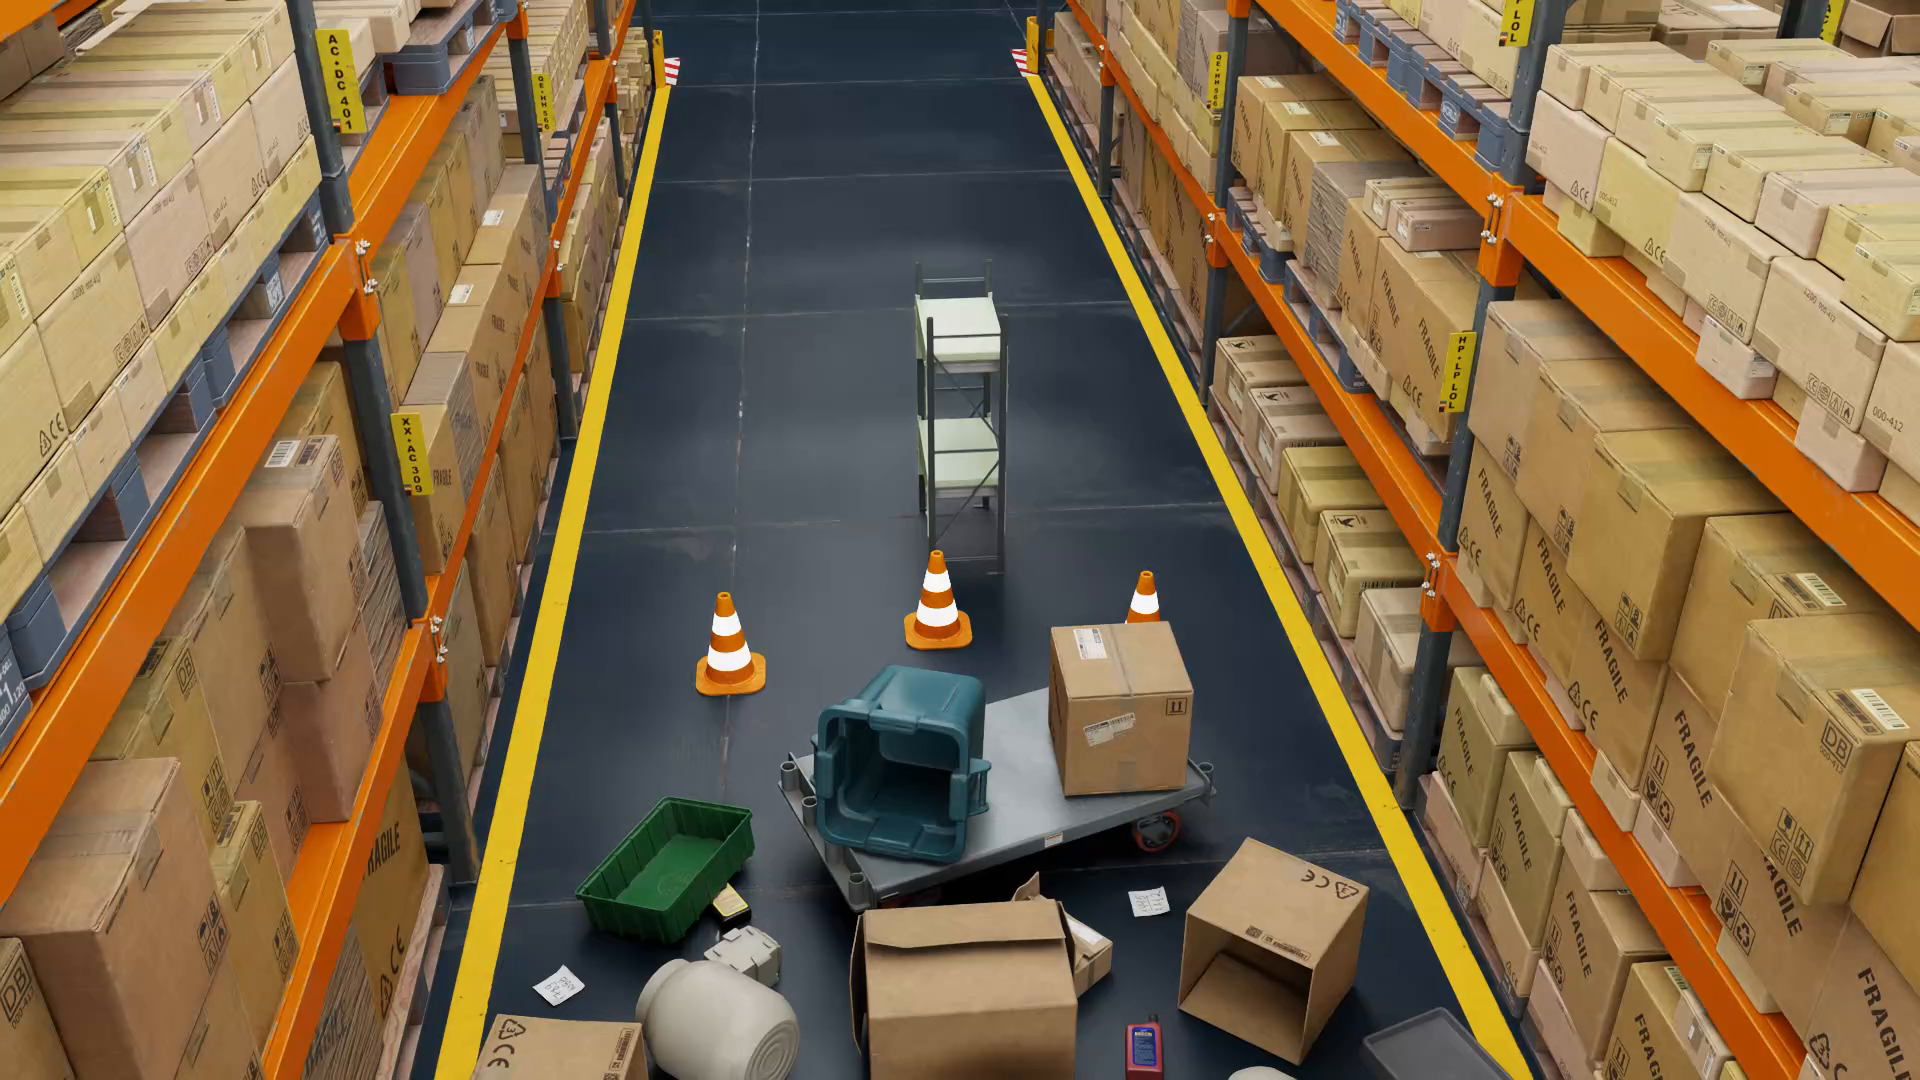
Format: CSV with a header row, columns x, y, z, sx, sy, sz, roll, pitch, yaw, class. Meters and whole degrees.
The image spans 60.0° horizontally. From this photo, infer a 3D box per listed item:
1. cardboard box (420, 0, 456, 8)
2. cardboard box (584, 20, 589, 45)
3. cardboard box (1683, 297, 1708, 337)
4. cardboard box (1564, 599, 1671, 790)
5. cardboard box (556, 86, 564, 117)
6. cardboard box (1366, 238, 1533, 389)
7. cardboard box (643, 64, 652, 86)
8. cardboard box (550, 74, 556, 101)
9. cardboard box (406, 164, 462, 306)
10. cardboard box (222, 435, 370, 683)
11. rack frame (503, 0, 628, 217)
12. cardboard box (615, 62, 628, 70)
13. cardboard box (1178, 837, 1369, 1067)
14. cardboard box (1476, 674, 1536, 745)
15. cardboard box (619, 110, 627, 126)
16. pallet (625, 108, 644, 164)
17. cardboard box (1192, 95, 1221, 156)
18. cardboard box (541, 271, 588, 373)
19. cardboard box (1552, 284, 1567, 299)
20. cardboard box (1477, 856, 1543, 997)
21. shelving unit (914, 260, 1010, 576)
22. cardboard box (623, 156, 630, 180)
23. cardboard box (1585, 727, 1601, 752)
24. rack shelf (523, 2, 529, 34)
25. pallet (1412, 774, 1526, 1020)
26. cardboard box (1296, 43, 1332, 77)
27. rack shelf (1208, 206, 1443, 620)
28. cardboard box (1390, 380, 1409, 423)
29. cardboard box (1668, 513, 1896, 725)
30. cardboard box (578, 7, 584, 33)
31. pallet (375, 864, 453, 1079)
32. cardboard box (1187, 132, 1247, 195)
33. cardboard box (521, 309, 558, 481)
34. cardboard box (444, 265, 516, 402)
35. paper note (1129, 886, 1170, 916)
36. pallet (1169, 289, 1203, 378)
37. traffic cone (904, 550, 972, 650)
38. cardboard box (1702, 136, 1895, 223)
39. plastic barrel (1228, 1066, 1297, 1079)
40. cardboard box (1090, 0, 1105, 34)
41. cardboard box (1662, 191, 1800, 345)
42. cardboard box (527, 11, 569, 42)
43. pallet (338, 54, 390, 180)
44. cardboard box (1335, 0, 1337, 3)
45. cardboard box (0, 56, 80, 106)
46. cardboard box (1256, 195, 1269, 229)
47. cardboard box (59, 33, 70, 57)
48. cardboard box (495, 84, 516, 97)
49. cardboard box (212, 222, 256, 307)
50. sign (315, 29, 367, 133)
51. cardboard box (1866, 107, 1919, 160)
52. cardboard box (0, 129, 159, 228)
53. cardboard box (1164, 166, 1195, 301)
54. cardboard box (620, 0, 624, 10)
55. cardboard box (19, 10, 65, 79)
x,y,z,sx,sy,sz,roll,pitch,yaw,class
-2.431,-2.592,7.134,0.500,0.500,0.500,-3,31,-5,cardboard box
-3.012,-3.833,12.578,0.380,0.149,0.250,-3,31,-6,cardboard box
2.305,-0.643,4.722,0.380,0.149,0.250,-4,31,-6,cardboard box
2.288,0.421,5.232,0.500,0.500,0.500,-3,31,-5,cardboard box
-2.839,-2.899,11.014,0.380,0.149,0.250,-2,31,-4,cardboard box
2.101,-0.987,7.181,0.500,0.500,0.500,-3,31,-4,cardboard box
-3.238,-4.568,16.342,0.380,0.149,0.250,-2,31,-3,cardboard box
-2.820,-2.899,10.724,0.380,0.149,0.250,-3,31,-5,cardboard box
-2.694,-1.374,7.552,0.700,0.500,0.500,-3,31,-5,cardboard box
-2.331,0.067,5.013,0.875,0.550,0.550,-3,31,-5,cardboard box
-3.246,-3.954,12.945,1.000,3.000,0.127,-3,31,-5,rack frame
-3.245,-4.283,15.286,0.380,0.149,0.250,-4,31,-6,cardboard box
1.165,1.526,6.206,0.500,0.500,0.500,20,36,29,cardboard box
2.158,0.622,6.191,0.380,0.149,0.250,-2,31,-4,cardboard box
-3.158,-3.766,14.710,0.380,0.149,0.250,-1,31,-2,cardboard box
-3.461,-3.723,15.276,1.003,0.211,1.213,-3,31,-5,pallet
1.748,-2.586,10.313,0.500,0.250,0.500,-3,31,-5,cardboard box
-2.685,-1.392,10.684,0.500,0.500,0.500,-4,31,-7,cardboard box
2.662,-0.763,6.804,0.500,0.500,0.500,-2,31,-3,cardboard box
2.267,1.428,6.206,0.500,0.250,0.500,-1,31,-2,cardboard box
0.001,-0.640,8.860,0.431,1.500,0.755,-3,31,-5,shelving unit
-2.960,-3.112,13.905,0.380,0.149,0.250,-4,31,-7,cardboard box
2.305,0.649,5.484,0.380,0.149,0.250,-3,31,-5,cardboard box
-3.059,-3.912,10.651,1.077,0.370,4.000,-3,31,-5,rack shelf
2.518,1.380,6.734,1.003,0.211,1.213,-3,31,-5,pallet
2.244,-2.936,10.168,0.500,0.500,0.500,-4,31,-6,cardboard box
2.233,-0.871,8.484,1.077,0.370,4.000,-3,31,-5,rack shelf
2.090,-0.616,7.192,0.380,0.149,0.250,-4,31,-6,cardboard box
2.430,0.258,4.530,0.700,0.500,0.500,-3,31,-5,cardboard box
-2.987,-3.826,12.276,0.380,0.149,0.250,-3,31,-4,cardboard box
-2.506,1.719,6.166,1.003,0.211,1.213,-3,31,-5,pallet
1.741,-2.382,10.459,0.500,0.250,0.500,-4,31,-6,cardboard box
-2.905,-0.811,9.467,1.050,0.750,0.750,-3,31,-5,cardboard box
-2.419,-0.966,7.845,0.500,0.500,0.500,-2,31,-4,cardboard box
0.771,1.468,6.762,0.148,0.019,0.142,-3,31,-5,paper note
2.048,-1.410,11.404,1.003,0.211,1.213,-3,31,-5,pallet
-0.112,0.264,8.356,0.336,0.463,0.334,-3,31,-5,traffic cone
2.265,-0.978,4.505,0.380,0.149,0.250,-4,31,-6,cardboard box
1.093,2.008,5.476,0.512,0.421,0.421,20,36,29,plastic barrel
1.375,-4.510,13.779,0.500,0.500,0.500,-2,31,-4,cardboard box
2.280,-0.753,4.516,0.500,0.250,0.500,-2,31,-4,cardboard box
-2.922,-3.558,11.536,0.380,0.149,0.250,-4,31,-6,cardboard box
-2.634,-1.541,6.166,0.805,0.209,1.217,-4,31,-7,pallet
2.217,-2.755,7.912,0.797,0.503,0.637,-3,31,-5,cardboard box
-2.732,-1.181,4.726,0.500,0.250,0.500,-3,31,-4,cardboard box
1.864,-1.810,9.191,0.380,0.149,0.250,-5,31,-8,cardboard box
-8.260,-3.837,14.410,0.875,0.875,0.875,-3,31,-5,cardboard box
-2.751,-2.622,9.970,0.380,0.149,0.250,-4,31,-6,cardboard box
-2.073,-0.711,4.328,0.380,0.149,0.250,-3,31,-4,cardboard box
-1.946,-1.441,5.231,0.100,0.325,0.005,-3,31,-5,sign
2.858,-1.137,4.771,0.380,0.149,0.250,-2,31,-3,cardboard box
-2.030,-0.799,3.698,0.380,0.149,0.250,-3,31,-5,cardboard box
1.985,-2.281,11.806,0.875,0.875,0.875,-2,31,-4,cardboard box
-3.118,-4.677,14.399,0.380,0.149,0.250,-1,31,-2,cardboard box
-2.803,-1.413,4.726,0.380,0.149,0.250,-2,31,-4,cardboard box
